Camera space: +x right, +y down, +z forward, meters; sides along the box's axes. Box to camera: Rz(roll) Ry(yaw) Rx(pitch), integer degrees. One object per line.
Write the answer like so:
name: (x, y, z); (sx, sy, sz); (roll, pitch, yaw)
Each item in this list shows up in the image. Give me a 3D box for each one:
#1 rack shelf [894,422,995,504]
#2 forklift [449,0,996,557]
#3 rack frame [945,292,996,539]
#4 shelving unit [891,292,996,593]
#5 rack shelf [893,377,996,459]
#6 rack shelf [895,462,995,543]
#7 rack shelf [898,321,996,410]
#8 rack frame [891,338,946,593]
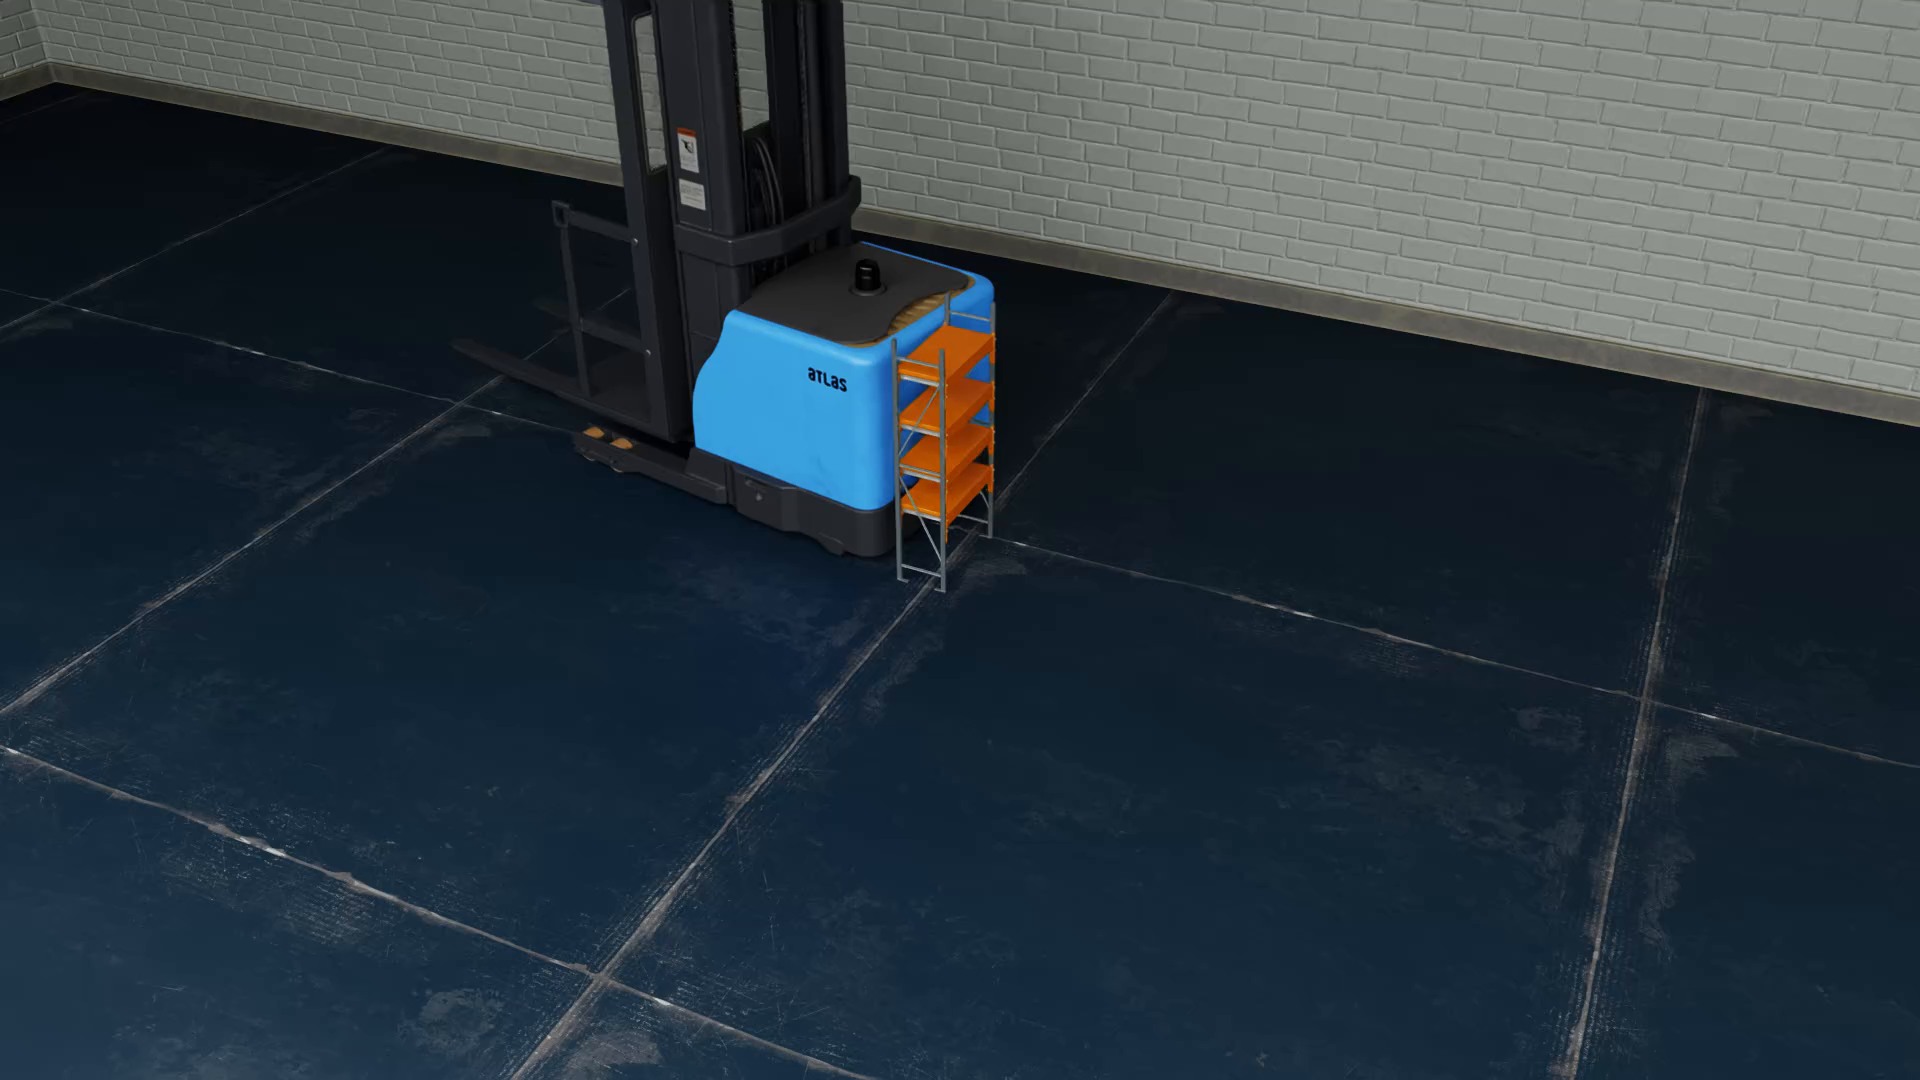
rack shelf: (-0.064, -0.361, 7.330); (0.258, 0.148, 0.480); (15, 36, 22)
forklift: (-1.327, -1.777, 7.787); (3.031, 2.935, 1.130); (21, 39, 29)
rack frame: (0.044, -0.538, 7.476); (0.240, 1.200, 0.015); (15, 36, 22)
shelving unit: (-0.064, -0.418, 7.293); (0.258, 1.200, 0.503); (15, 36, 22)
rack shelf: (-0.064, -0.549, 7.207); (0.258, 0.148, 0.480); (15, 36, 22)
rack shelf: (-0.064, -0.195, 7.439); (0.258, 0.148, 0.480); (15, 36, 22)
rack shelf: (-0.064, -0.746, 7.077); (0.258, 0.148, 0.480); (15, 36, 22)
rack frame: (-0.171, -0.298, 7.110); (0.240, 1.200, 0.015); (15, 36, 22)
